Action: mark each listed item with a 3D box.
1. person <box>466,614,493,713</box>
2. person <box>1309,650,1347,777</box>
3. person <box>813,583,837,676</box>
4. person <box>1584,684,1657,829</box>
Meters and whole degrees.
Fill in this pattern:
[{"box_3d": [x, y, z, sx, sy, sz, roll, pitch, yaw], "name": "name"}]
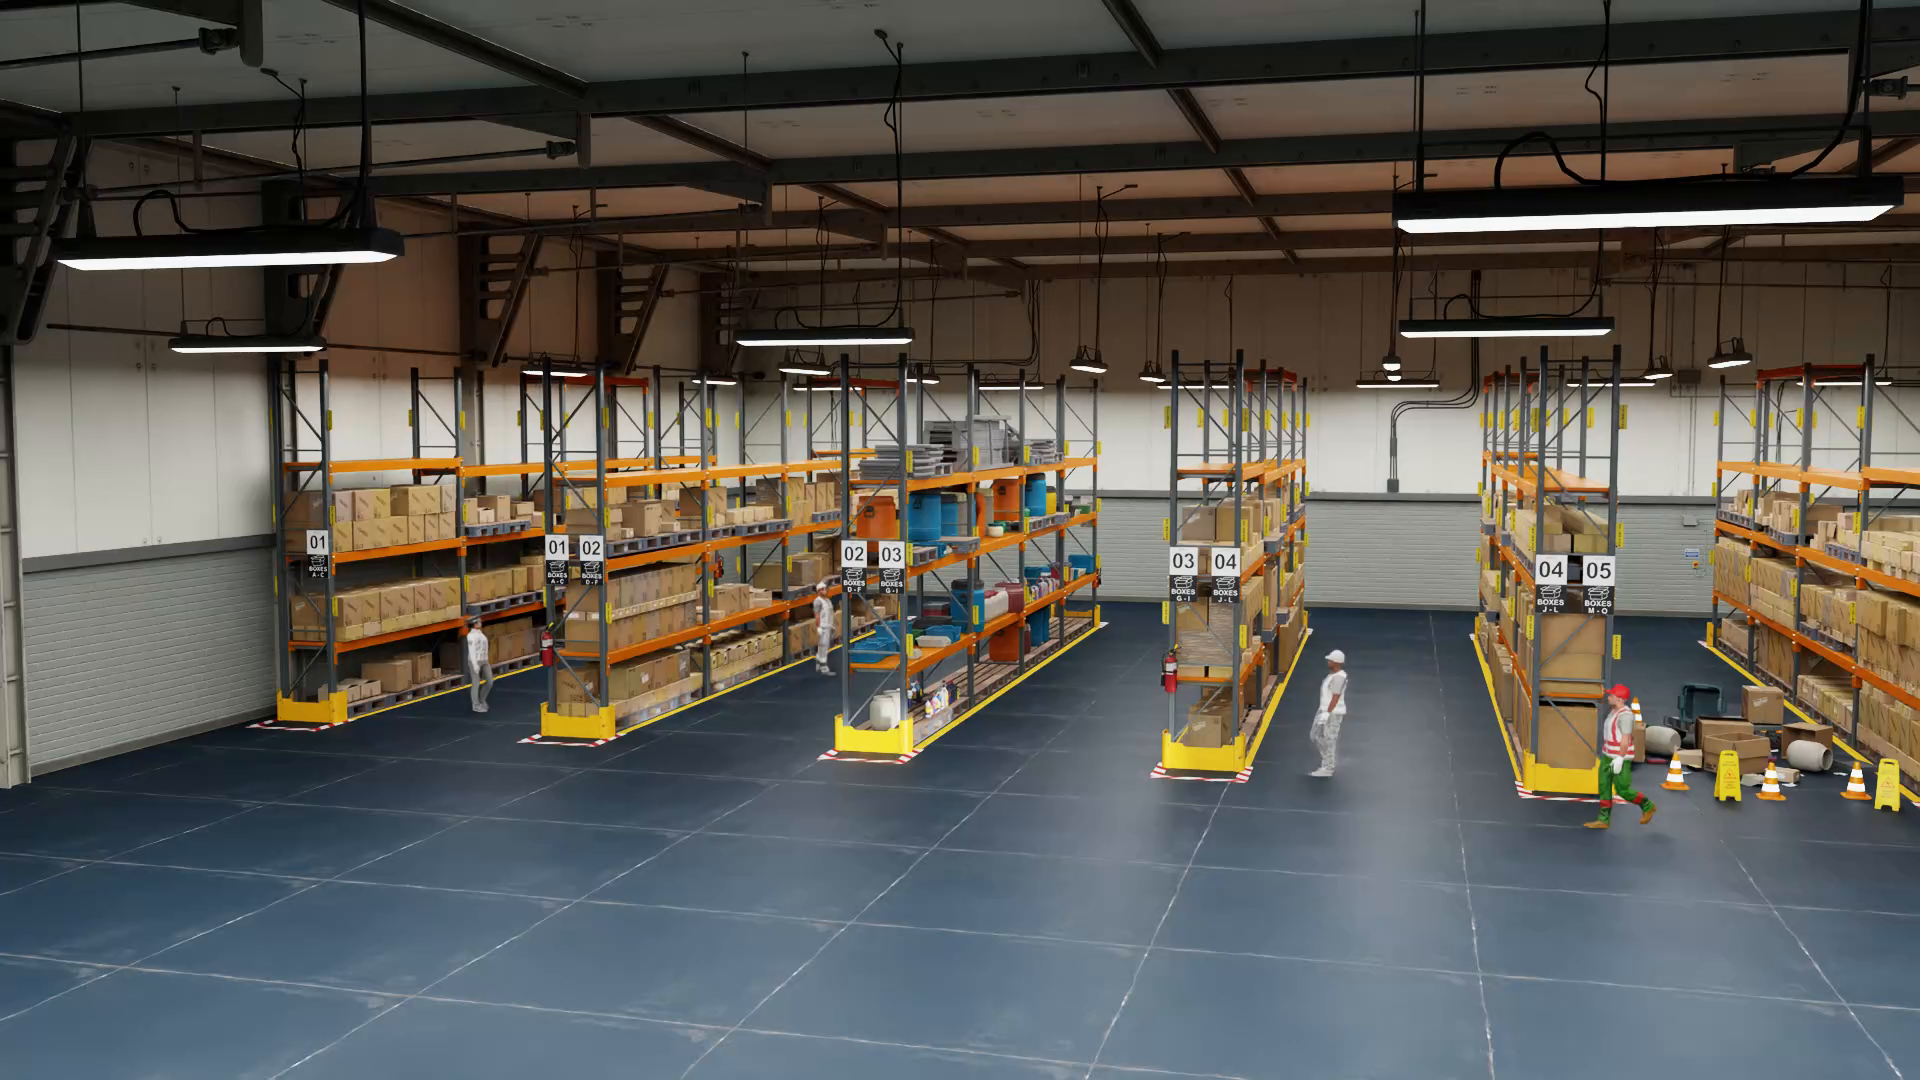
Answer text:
[{"box_3d": [-8.286, 2.115, 28.640, 0.392, 1.700, 0.528, 2, 4, 23], "name": "person"}, {"box_3d": [5.186, 2.439, 23.380, 0.535, 1.790, 0.572, -1, 4, -11], "name": "person"}, {"box_3d": [-2.608, 1.735, 32.385, 0.472, 1.799, 0.583, 1, 4, 7], "name": "person"}, {"box_3d": [8.047, 2.651, 20.278, 0.771, 1.783, 0.507, -1, 4, -12], "name": "person"}]
